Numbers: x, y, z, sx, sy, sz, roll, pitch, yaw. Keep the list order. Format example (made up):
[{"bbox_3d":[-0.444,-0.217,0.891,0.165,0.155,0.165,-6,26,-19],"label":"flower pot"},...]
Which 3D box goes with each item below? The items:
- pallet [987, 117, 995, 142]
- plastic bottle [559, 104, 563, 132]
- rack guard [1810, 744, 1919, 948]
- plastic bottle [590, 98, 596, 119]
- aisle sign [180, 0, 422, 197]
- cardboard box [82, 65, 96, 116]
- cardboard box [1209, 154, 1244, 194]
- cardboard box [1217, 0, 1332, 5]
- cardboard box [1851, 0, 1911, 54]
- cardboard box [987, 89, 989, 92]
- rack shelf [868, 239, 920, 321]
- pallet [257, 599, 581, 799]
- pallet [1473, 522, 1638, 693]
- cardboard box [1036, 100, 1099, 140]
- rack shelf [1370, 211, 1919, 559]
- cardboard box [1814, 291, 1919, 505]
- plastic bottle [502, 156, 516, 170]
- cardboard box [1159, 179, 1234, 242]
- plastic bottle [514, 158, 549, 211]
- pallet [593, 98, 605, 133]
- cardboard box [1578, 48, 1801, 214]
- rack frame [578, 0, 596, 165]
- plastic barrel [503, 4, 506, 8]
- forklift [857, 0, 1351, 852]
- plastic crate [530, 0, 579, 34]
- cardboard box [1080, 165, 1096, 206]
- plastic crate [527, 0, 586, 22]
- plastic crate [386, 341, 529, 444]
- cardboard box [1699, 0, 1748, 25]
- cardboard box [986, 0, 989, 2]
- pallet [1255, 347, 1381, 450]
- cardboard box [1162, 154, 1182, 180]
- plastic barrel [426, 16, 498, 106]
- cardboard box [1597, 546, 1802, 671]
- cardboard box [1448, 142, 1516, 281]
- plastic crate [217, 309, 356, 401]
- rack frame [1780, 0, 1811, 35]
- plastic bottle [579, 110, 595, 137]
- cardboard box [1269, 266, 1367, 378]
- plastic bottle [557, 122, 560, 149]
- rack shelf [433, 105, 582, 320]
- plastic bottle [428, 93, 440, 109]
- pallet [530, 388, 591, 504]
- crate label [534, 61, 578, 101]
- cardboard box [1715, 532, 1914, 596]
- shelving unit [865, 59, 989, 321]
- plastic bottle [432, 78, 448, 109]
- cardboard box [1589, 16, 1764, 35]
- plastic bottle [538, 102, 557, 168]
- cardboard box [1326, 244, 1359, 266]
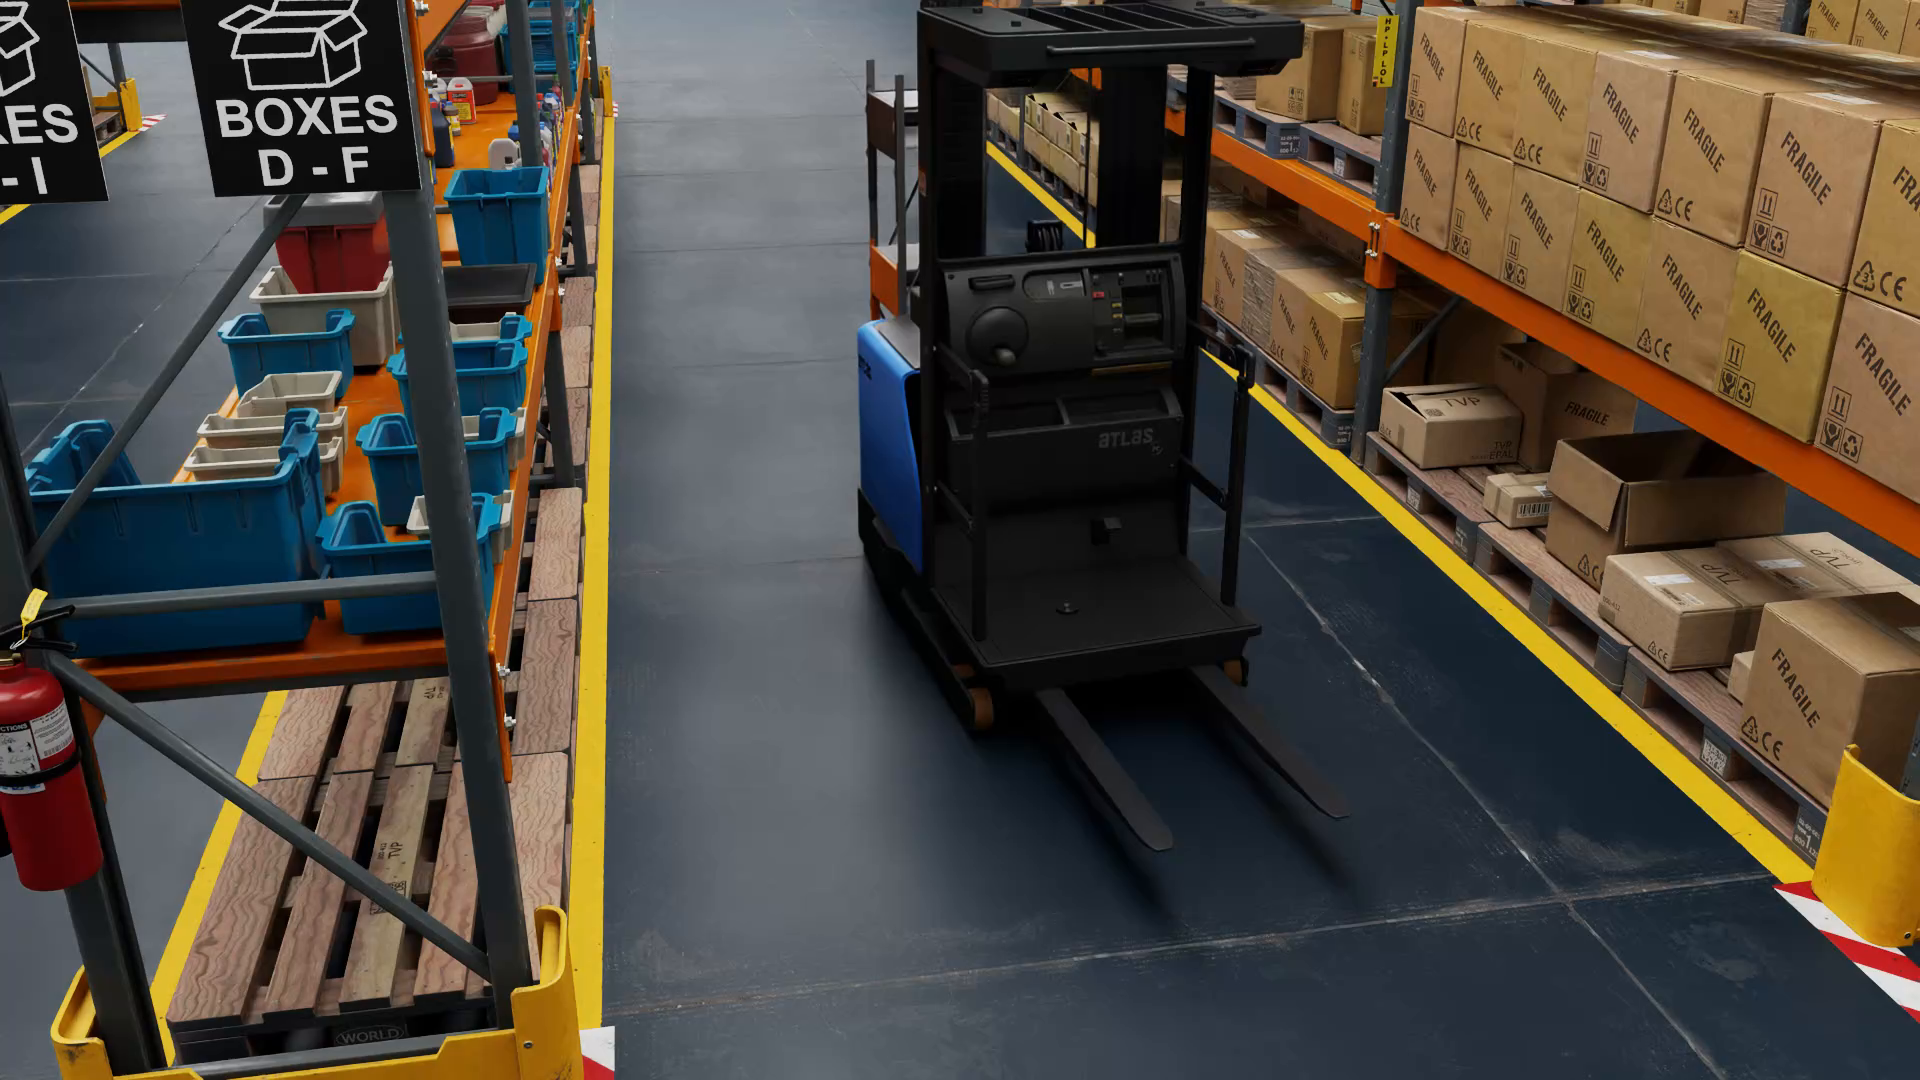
[{"bbox_3d":[0.729,-4.473,17.728,1.003,0.211,1.213,-4,24,-10],"label":"pallet"},{"bbox_3d":[-2.507,-2.621,10.252,0.097,0.201,0.097,0,24,0],"label":"plastic bottle"},{"bbox_3d":[3.269,0.882,5.107,1.175,0.500,0.348,-4,24,-10],"label":"rack guard"},{"bbox_3d":[-3.754,-4.325,16.758,0.152,0.276,0.135,-4,24,-9],"label":"plastic bottle"},{"bbox_3d":[-1.281,-1.054,3.167,0.394,0.787,0.004,-4,24,-10],"label":"aisle sign"},{"bbox_3d":[-9.313,-4.596,17.123,0.500,0.500,0.500,0,24,0],"label":"cardboard box"},{"bbox_3d":[1.995,-2.798,12.618,0.500,0.311,0.500,-4,24,-8],"label":"cardboard box"},{"bbox_3d":[2.031,-3.380,11.091,0.700,0.500,0.500,-13,27,-27],"label":"cardboard box"},{"bbox_3d":[6.597,-3.523,11.548,0.500,0.500,0.500,-4,24,-8],"label":"cardboard box"},{"bbox_3d":[0.479,-4.986,17.392,0.500,0.500,0.500,-4,24,-10],"label":"cardboard box"},{"bbox_3d":[-0.152,-1.091,7.659,0.431,0.518,0.480,-7,25,-16],"label":"rack shelf"},{"bbox_3d":[-1.923,0.603,6.106,1.003,0.211,1.213,-4,24,-10],"label":"pallet"},{"bbox_3d":[2.898,0.222,6.979,1.003,0.211,1.213,-4,24,-10],"label":"pallet"},{"bbox_3d":[0.983,-3.765,14.833,0.500,0.311,0.500,-5,24,-10],"label":"cardboard box"},{"bbox_3d":[2.913,-0.691,6.483,1.077,0.370,4.000,-4,24,-10],"label":"rack shelf"},{"bbox_3d":[2.932,-0.436,4.875,0.500,0.500,0.500,-4,24,-8],"label":"cardboard box"},{"bbox_3d":[-2.080,-1.598,7.723,0.144,0.351,0.185,-4,24,-10],"label":"plastic bottle"},{"bbox_3d":[1.607,-2.237,11.697,0.500,0.500,0.500,-3,24,-7],"label":"cardboard box"},{"bbox_3d":[-2.104,-1.740,8.140,0.152,0.276,0.135,-4,24,-10],"label":"plastic bottle"},{"bbox_3d":[-4.339,-4.538,17.877,1.003,0.211,1.213,-4,24,-10],"label":"pallet"},{"bbox_3d":[2.640,-1.497,6.056,0.500,0.500,0.500,-4,24,-8],"label":"cardboard box"},{"bbox_3d":[-3.805,-4.589,14.509,1.000,3.000,0.127,-4,24,-10],"label":"rack frame"},{"bbox_3d":[-3.844,-4.259,13.583,0.433,0.535,0.433,0,24,0],"label":"plastic barrel"},{"bbox_3d":[0.461,-0.815,5.954,1.130,2.935,3.031,-7,25,-16],"label":"forklift"},{"bbox_3d":[-3.415,-4.450,14.112,0.402,0.464,0.583,-4,24,-10],"label":"plastic crate"},{"bbox_3d":[1.278,-2.903,13.559,0.500,0.250,0.500,-4,24,-9],"label":"cardboard box"},{"bbox_3d":[-3.777,-4.776,15.015,0.767,0.338,0.504,-4,24,-10],"label":"plastic crate"},{"bbox_3d":[-1.552,-0.459,5.188,0.416,0.233,0.300,-4,24,-10],"label":"plastic crate"},{"bbox_3d":[6.444,-4.398,13.398,0.700,0.500,0.500,-7,24,-15],"label":"cardboard box"},{"bbox_3d":[0.586,-5.987,17.585,0.700,0.500,0.500,-4,24,-9],"label":"cardboard box"},{"bbox_3d":[2.355,-0.847,9.425,1.003,0.211,1.213,-4,24,-10],"label":"pallet"},{"bbox_3d":[1.464,-2.758,12.527,0.500,0.311,0.500,-4,24,-8],"label":"cardboard box"},{"bbox_3d":[-3.449,-3.238,11.246,0.600,0.536,0.708,-4,24,-10],"label":"plastic barrel"},{"bbox_3d":[2.794,0.253,6.309,0.500,0.250,0.500,-4,24,-10],"label":"cardboard box"},{"bbox_3d":[2.467,-1.431,7.155,0.500,0.500,0.500,-4,24,-9],"label":"cardboard box"},{"bbox_3d":[-2.218,-0.608,5.530,0.416,0.233,0.300,-4,24,-10],"label":"plastic crate"},{"bbox_3d":[6.671,-3.749,12.586,1.000,3.000,0.127,-4,24,-10],"label":"rack frame"},{"bbox_3d":[-3.581,-3.999,15.919,0.144,0.351,0.185,-5,24,-12],"label":"plastic bottle"},{"bbox_3d":[2.087,-1.231,9.395,0.500,0.500,0.500,-4,24,-10],"label":"cardboard box"},{"bbox_3d":[-2.399,-2.391,9.726,0.097,0.201,0.097,0,24,0],"label":"plastic bottle"},{"bbox_3d":[-2.695,-1.899,9.250,1.077,0.370,4.000,-4,24,-10],"label":"rack shelf"},{"bbox_3d":[-3.163,-2.537,9.973,0.097,0.271,0.097,0,24,0],"label":"plastic bottle"},{"bbox_3d":[-2.427,-0.471,8.565,1.003,0.211,1.213,-4,24,-10],"label":"pallet"},{"bbox_3d":[-2.775,-3.132,11.383,0.303,0.233,0.416,-4,24,-10],"label":"crate label"},{"bbox_3d":[3.276,0.196,6.439,0.500,0.250,0.500,-4,24,-10],"label":"cardboard box"},{"bbox_3d":[-0.152,-1.104,7.654,0.431,2.100,0.503,-7,25,-16],"label":"shelving unit"},{"bbox_3d":[-3.303,-2.765,10.487,0.152,0.276,0.135,-4,24,-10],"label":"plastic bottle"},{"bbox_3d":[2.988,-1.930,7.048,0.500,0.500,0.500,-5,24,-11],"label":"cardboard box"},{"bbox_3d":[-2.313,-2.225,9.158,0.144,0.351,0.185,-4,24,-10],"label":"plastic bottle"},{"bbox_3d":[2.498,-1.478,9.960,0.500,0.500,0.500,-4,24,-9],"label":"cardboard box"}]
